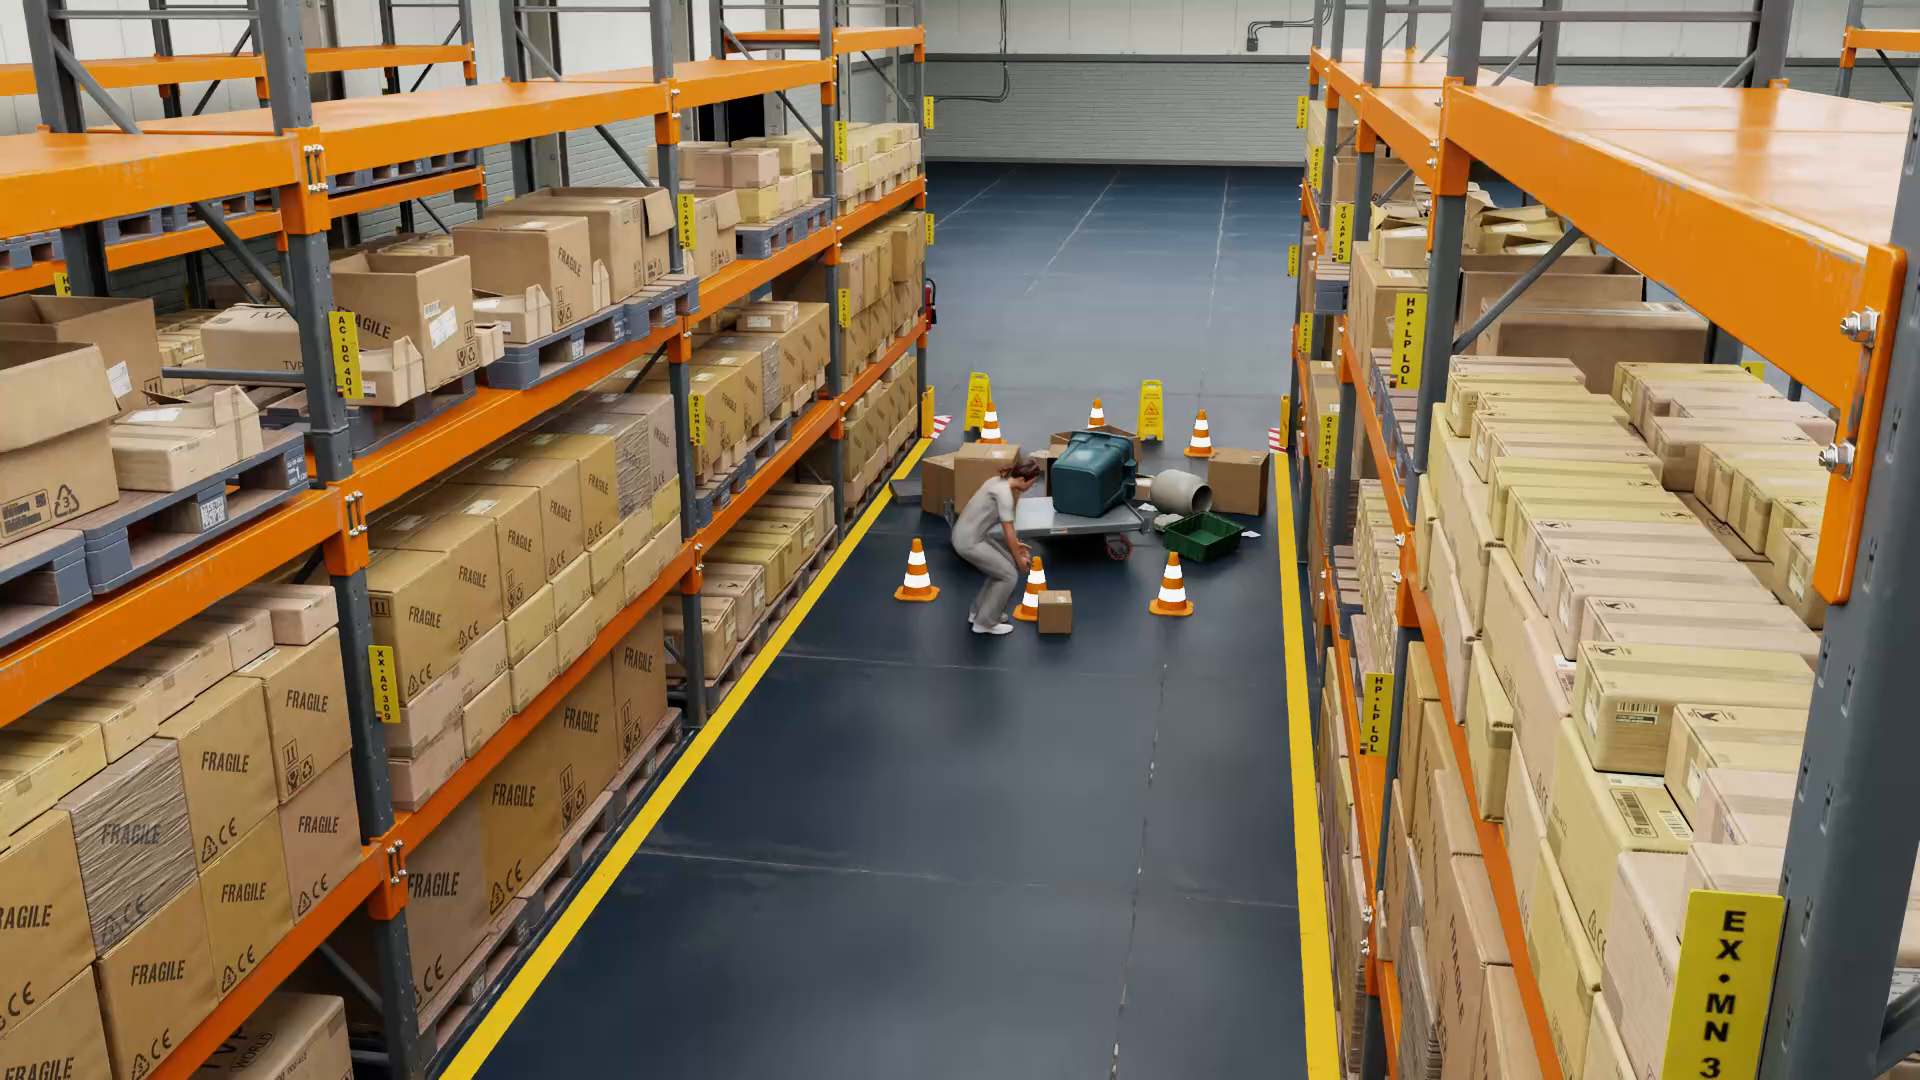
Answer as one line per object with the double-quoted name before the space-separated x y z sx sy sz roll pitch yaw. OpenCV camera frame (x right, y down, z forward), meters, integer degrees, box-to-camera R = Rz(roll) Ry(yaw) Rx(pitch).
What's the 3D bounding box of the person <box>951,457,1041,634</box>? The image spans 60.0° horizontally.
"person" 0.267 0.022 12.553 0.667 1.333 0.491 0 18 0
